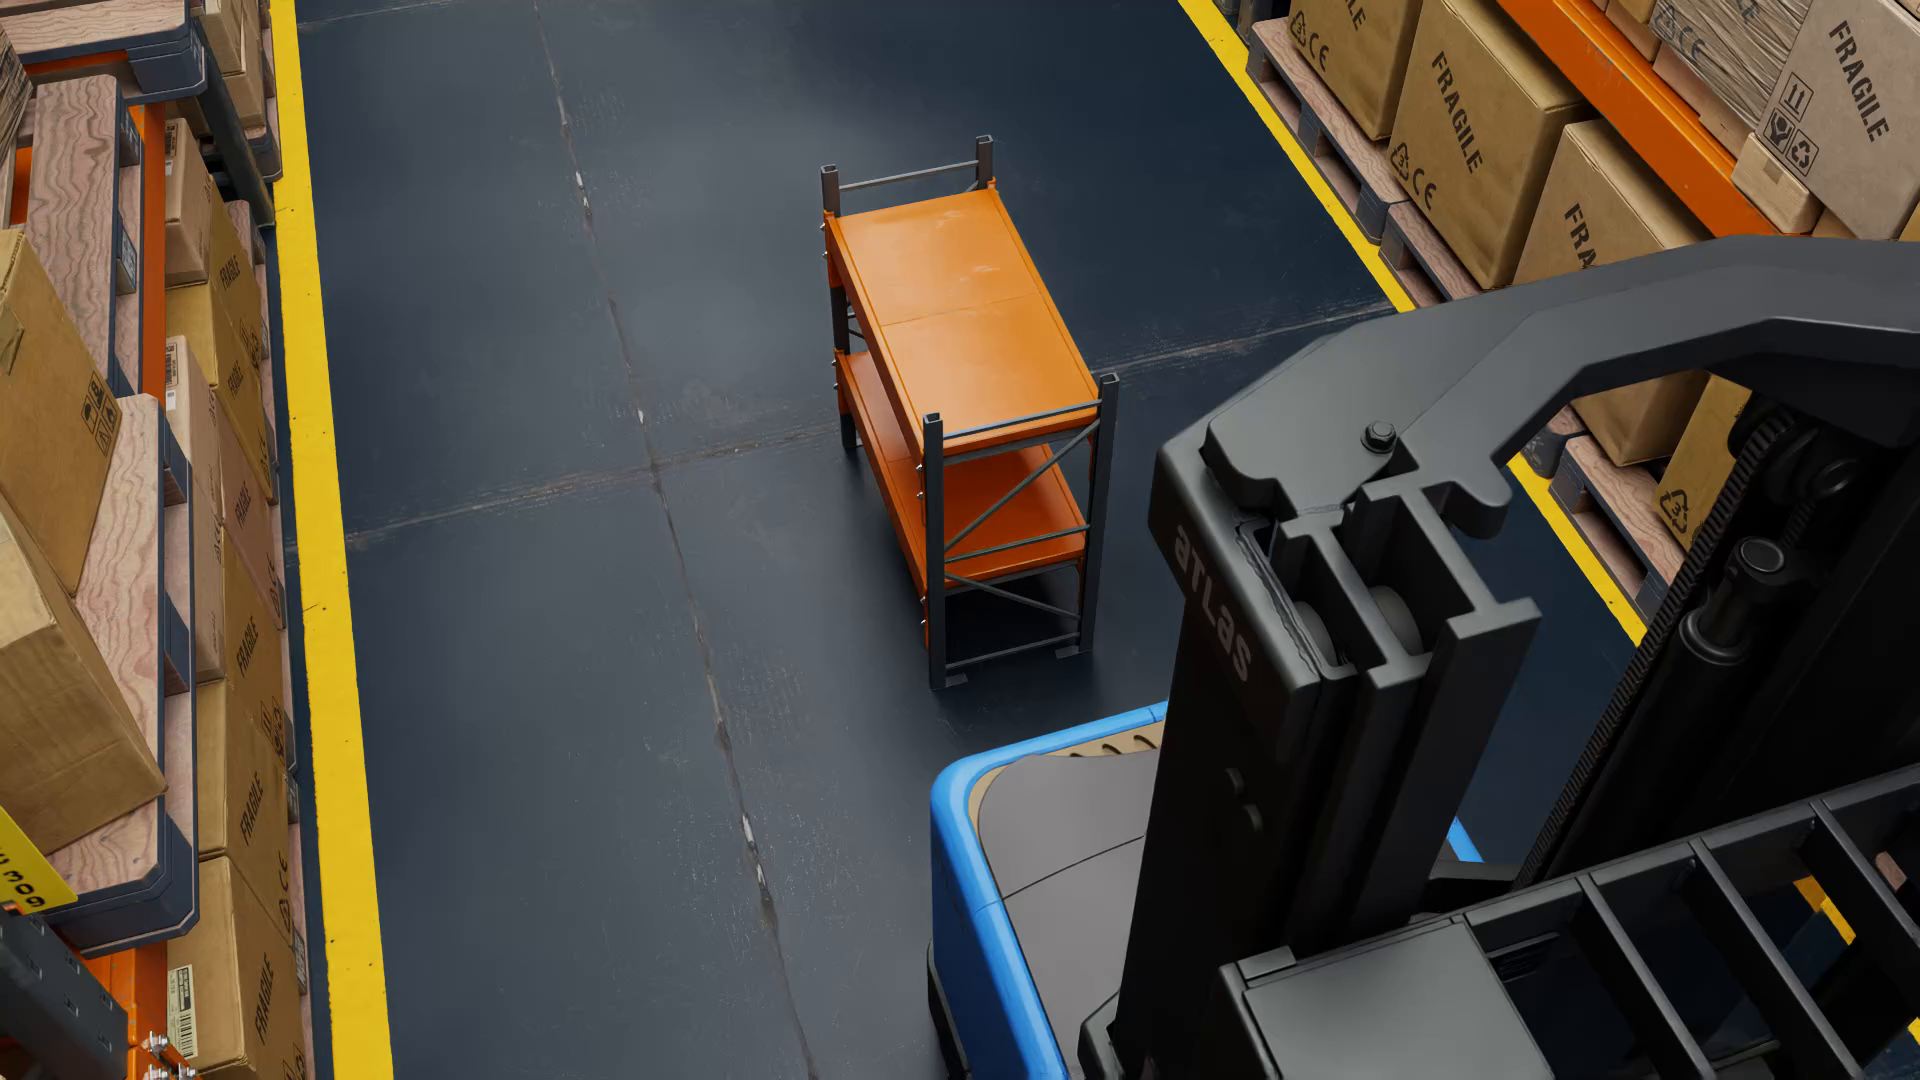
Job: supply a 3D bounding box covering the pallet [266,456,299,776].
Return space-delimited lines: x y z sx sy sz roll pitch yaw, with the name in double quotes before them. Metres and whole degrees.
"pallet" -2.520 0.271 4.883 1.003 0.211 1.213 -13 51 -11

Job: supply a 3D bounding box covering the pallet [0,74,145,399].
"pallet" -2.483 -0.590 3.911 1.003 0.211 1.213 -13 51 -11

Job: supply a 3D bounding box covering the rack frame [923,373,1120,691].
"rack frame" 0.152 0.014 4.503 0.500 1.125 0.032 -13 51 -11

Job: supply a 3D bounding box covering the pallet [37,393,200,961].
"pallet" -2.011 0.304 3.157 1.003 0.211 1.213 -13 51 -11

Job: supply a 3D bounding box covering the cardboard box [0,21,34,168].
"cardboard box" -2.680 -1.093 3.869 0.700 0.500 0.500 -5 50 -4

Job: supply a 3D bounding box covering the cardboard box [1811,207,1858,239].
"cardboard box" 2.351 -0.759 4.079 0.380 0.149 0.250 -12 51 -10

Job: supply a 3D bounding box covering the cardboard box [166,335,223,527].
"cardboard box" -2.234 -0.232 4.341 0.500 0.250 0.500 -14 51 -12

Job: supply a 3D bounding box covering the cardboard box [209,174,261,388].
"cardboard box" -2.561 -0.777 5.290 0.500 0.500 0.500 -12 51 -10

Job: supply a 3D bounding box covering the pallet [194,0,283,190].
"pallet" -3.268 -1.782 6.614 1.003 0.211 1.213 -13 51 -11

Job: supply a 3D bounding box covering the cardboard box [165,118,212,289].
"cardboard box" -2.541 -0.979 4.970 0.500 0.250 0.500 -12 51 -10

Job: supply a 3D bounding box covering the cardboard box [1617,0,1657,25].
"cardboard box" 2.021 -1.790 4.524 0.500 0.500 0.500 -12 51 -10

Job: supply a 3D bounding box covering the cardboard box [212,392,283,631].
"cardboard box" -2.248 -0.017 4.650 0.500 0.500 0.500 -15 52 -12

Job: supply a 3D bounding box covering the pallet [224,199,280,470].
"pallet" -2.878 -0.618 5.633 1.003 0.211 1.213 -13 51 -11

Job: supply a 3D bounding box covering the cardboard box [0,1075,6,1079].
"cardboard box" -1.486 1.125 2.274 0.500 0.500 0.500 -13 51 -10

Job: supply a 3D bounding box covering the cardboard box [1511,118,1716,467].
"cardboard box" 2.270 -0.809 5.101 0.750 0.750 0.750 -12 51 -10

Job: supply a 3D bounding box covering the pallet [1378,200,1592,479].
"pallet" 2.187 -0.813 5.797 1.003 0.211 1.213 -13 51 -11

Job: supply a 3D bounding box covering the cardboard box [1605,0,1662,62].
"cardboard box" 2.080 -1.515 4.717 0.380 0.149 0.250 -12 51 -10

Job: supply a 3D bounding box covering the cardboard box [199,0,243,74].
"cardboard box" -2.937 -1.950 6.089 0.500 0.311 0.500 -12 51 -10

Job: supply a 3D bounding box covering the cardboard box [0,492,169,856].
"cardboard box" -1.806 0.286 2.707 0.700 0.500 0.500 -30 56 -23

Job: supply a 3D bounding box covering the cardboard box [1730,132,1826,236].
"cardboard box" 2.216 -0.939 4.231 0.380 0.149 0.250 -13 51 -11

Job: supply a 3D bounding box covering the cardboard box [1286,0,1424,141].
"cardboard box" 1.761 -2.069 6.164 0.750 0.750 0.750 -14 51 -11

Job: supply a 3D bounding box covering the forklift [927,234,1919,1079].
"forklift" 0.864 1.176 2.341 1.130 2.935 3.031 -14 51 -12

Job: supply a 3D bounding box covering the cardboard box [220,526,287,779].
"cardboard box" -2.099 0.352 4.338 0.500 0.500 0.500 -13 51 -11

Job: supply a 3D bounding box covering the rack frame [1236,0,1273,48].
"rack frame" 1.669 -3.194 5.981 1.000 3.000 0.127 -13 51 -11

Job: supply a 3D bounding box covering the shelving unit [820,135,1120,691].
"shelving unit" 0.002 -0.358 4.816 0.538 1.125 1.048 -13 51 -11

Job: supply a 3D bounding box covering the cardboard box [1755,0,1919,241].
"cardboard box" 2.314 -1.057 3.906 0.500 0.500 0.500 -13 51 -11

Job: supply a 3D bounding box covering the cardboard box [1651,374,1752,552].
"cardboard box" 2.535 -0.160 4.554 0.750 0.750 0.750 -13 51 -11

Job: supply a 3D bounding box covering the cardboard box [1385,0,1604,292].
"cardboard box" 2.014 -1.428 5.624 0.750 0.750 0.750 -14 51 -11

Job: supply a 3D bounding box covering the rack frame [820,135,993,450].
"rack frame" -0.148 -0.729 5.129 0.500 1.125 0.032 -13 51 -11

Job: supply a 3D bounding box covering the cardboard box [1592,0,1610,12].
"cardboard box" 2.009 -1.709 4.880 0.380 0.149 0.250 -13 51 -11

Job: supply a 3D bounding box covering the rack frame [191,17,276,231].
"rack frame" -3.062 -2.071 5.034 1.000 3.000 0.127 -13 51 -11

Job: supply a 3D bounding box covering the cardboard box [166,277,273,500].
"cardboard box" -2.409 -0.399 4.972 0.500 0.500 0.500 -15 51 -12

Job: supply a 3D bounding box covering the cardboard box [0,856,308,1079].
"cardboard box" -1.790 1.106 3.703 0.500 0.500 0.500 -15 52 -13

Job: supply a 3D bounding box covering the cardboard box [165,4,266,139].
"cardboard box" -2.937 -1.769 6.303 0.500 0.250 0.500 -13 51 -11

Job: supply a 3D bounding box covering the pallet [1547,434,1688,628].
"pallet" 2.552 0.080 5.045 1.003 0.211 1.213 -13 51 -11

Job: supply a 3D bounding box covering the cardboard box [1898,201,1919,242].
"cardboard box" 2.474 -0.687 3.594 0.500 0.500 0.500 -14 51 -12

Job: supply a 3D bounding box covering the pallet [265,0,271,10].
"pallet" -3.626 -2.672 7.364 1.003 0.211 1.213 -13 51 -11

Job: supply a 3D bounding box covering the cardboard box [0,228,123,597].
"cardboard box" -2.070 -0.202 3.118 0.700 0.500 0.500 -6 50 -5

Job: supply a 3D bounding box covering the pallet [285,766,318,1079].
"pallet" -2.156 1.164 4.131 1.003 0.211 1.213 -13 51 -11

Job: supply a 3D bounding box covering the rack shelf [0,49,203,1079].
"rack shelf" -2.471 -0.378 4.078 1.077 0.370 4.000 -13 51 -11

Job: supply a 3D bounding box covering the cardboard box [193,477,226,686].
"cardboard box" -2.085 0.134 4.032 0.500 0.250 0.500 -13 51 -11

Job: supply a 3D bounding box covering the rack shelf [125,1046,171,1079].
"rack shelf" -1.288 2.543 1.615 1.077 0.370 4.000 -13 51 -11

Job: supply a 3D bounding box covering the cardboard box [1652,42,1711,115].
"cardboard box" 2.147 -1.318 4.551 0.380 0.149 0.250 -15 51 -12

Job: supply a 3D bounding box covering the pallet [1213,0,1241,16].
"pallet" 1.439 -2.866 7.528 1.003 0.211 1.213 -13 51 -11

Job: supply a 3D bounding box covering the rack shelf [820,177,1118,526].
"rack shelf" 0.002 -0.546 4.592 0.538 0.278 1.000 -13 51 -11

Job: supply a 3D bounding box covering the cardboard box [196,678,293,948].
"cardboard box" -1.958 0.719 4.029 0.500 0.500 0.500 -13 51 -10

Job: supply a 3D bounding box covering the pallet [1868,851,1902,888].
"pallet" 3.002 1.200 4.101 1.003 0.211 1.213 -13 51 -11

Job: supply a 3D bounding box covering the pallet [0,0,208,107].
"pallet" -2.795 -1.530 4.703 1.213 0.211 1.003 -13 51 -11

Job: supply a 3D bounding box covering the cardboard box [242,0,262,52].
"cardboard box" -3.086 -2.136 6.613 0.500 0.250 0.500 -15 51 -12

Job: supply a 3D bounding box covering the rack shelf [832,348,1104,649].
"rack shelf" 0.002 -0.200 5.003 0.538 0.278 1.000 -13 51 -11

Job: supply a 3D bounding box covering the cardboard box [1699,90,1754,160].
"cardboard box" 2.207 -1.132 4.394 0.380 0.149 0.250 -13 51 -11

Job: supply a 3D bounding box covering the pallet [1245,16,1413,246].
"pallet" 1.830 -1.702 6.547 1.003 0.211 1.213 -13 51 -11

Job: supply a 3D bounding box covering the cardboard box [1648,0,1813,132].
"cardboard box" 2.174 -1.426 4.217 0.500 0.500 0.500 -13 51 -11

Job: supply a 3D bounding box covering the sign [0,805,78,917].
"sign" -1.363 0.443 2.348 0.100 0.325 0.005 -13 51 -11
